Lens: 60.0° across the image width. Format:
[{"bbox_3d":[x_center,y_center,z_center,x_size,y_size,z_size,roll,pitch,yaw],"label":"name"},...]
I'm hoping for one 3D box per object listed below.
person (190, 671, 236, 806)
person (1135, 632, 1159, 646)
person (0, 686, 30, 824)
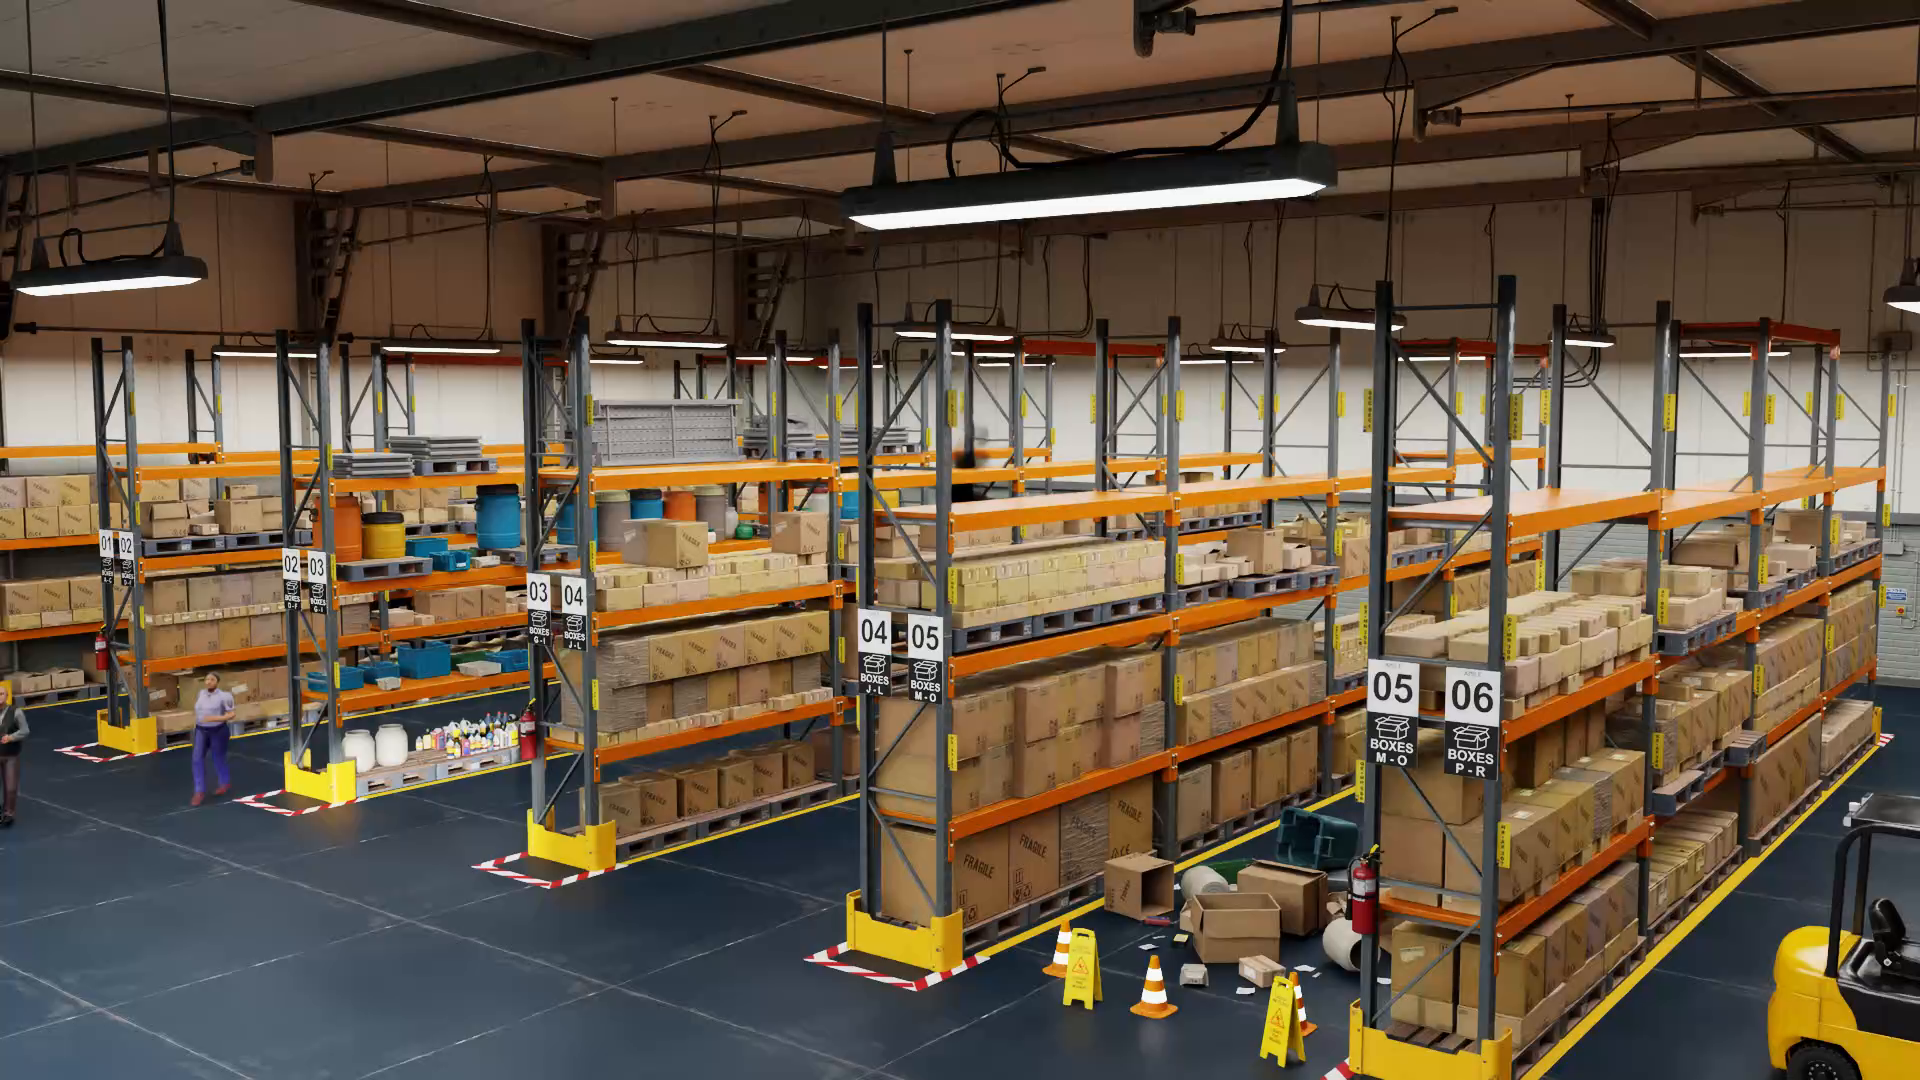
[{"bbox_3d":[-9.514,2.485,21.183,0.594,1.631,0.813,0,5,-1],"label":"person"},{"bbox_3d":[2.558,2.029,22.420,0.691,1.825,0.747,3,6,32],"label":"person"},{"bbox_3d":[-11.415,2.589,19.778,0.637,1.700,0.670,-3,6,-29],"label":"person"}]
